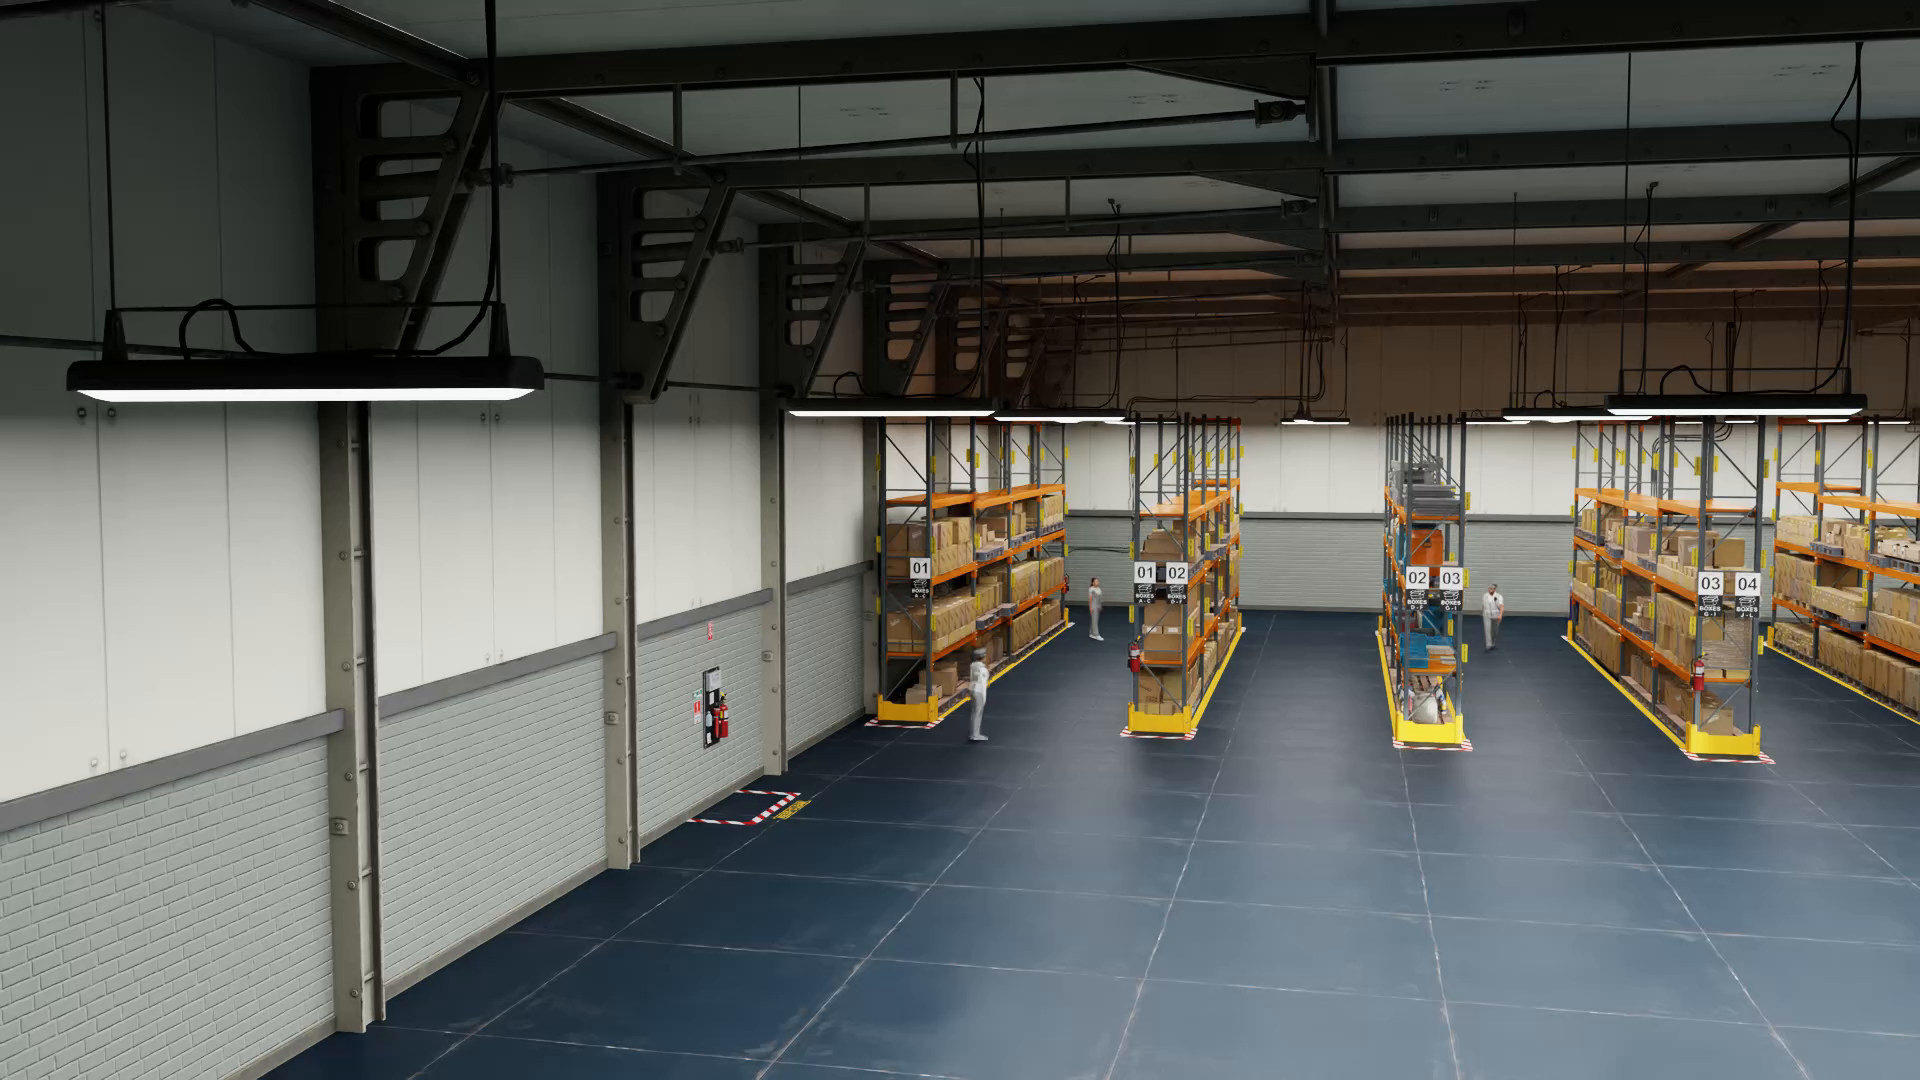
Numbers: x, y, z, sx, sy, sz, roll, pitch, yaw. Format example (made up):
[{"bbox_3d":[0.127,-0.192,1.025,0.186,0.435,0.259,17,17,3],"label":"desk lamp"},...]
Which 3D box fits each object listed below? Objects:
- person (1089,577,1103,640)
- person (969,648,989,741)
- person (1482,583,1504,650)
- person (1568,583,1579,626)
[{"bbox_3d":[3.731,1.848,45.050,0.554,1.682,0.471,3,5,40],"label":"person"},{"bbox_3d":[0.346,2.823,30.439,0.341,1.686,0.515,-2,4,-27],"label":"person"},{"bbox_3d":[13.702,1.957,42.746,0.499,1.717,1.060,1,4,11],"label":"person"},{"bbox_3d":[17.321,1.767,46.557,0.519,1.665,0.496,0,4,7],"label":"person"}]
